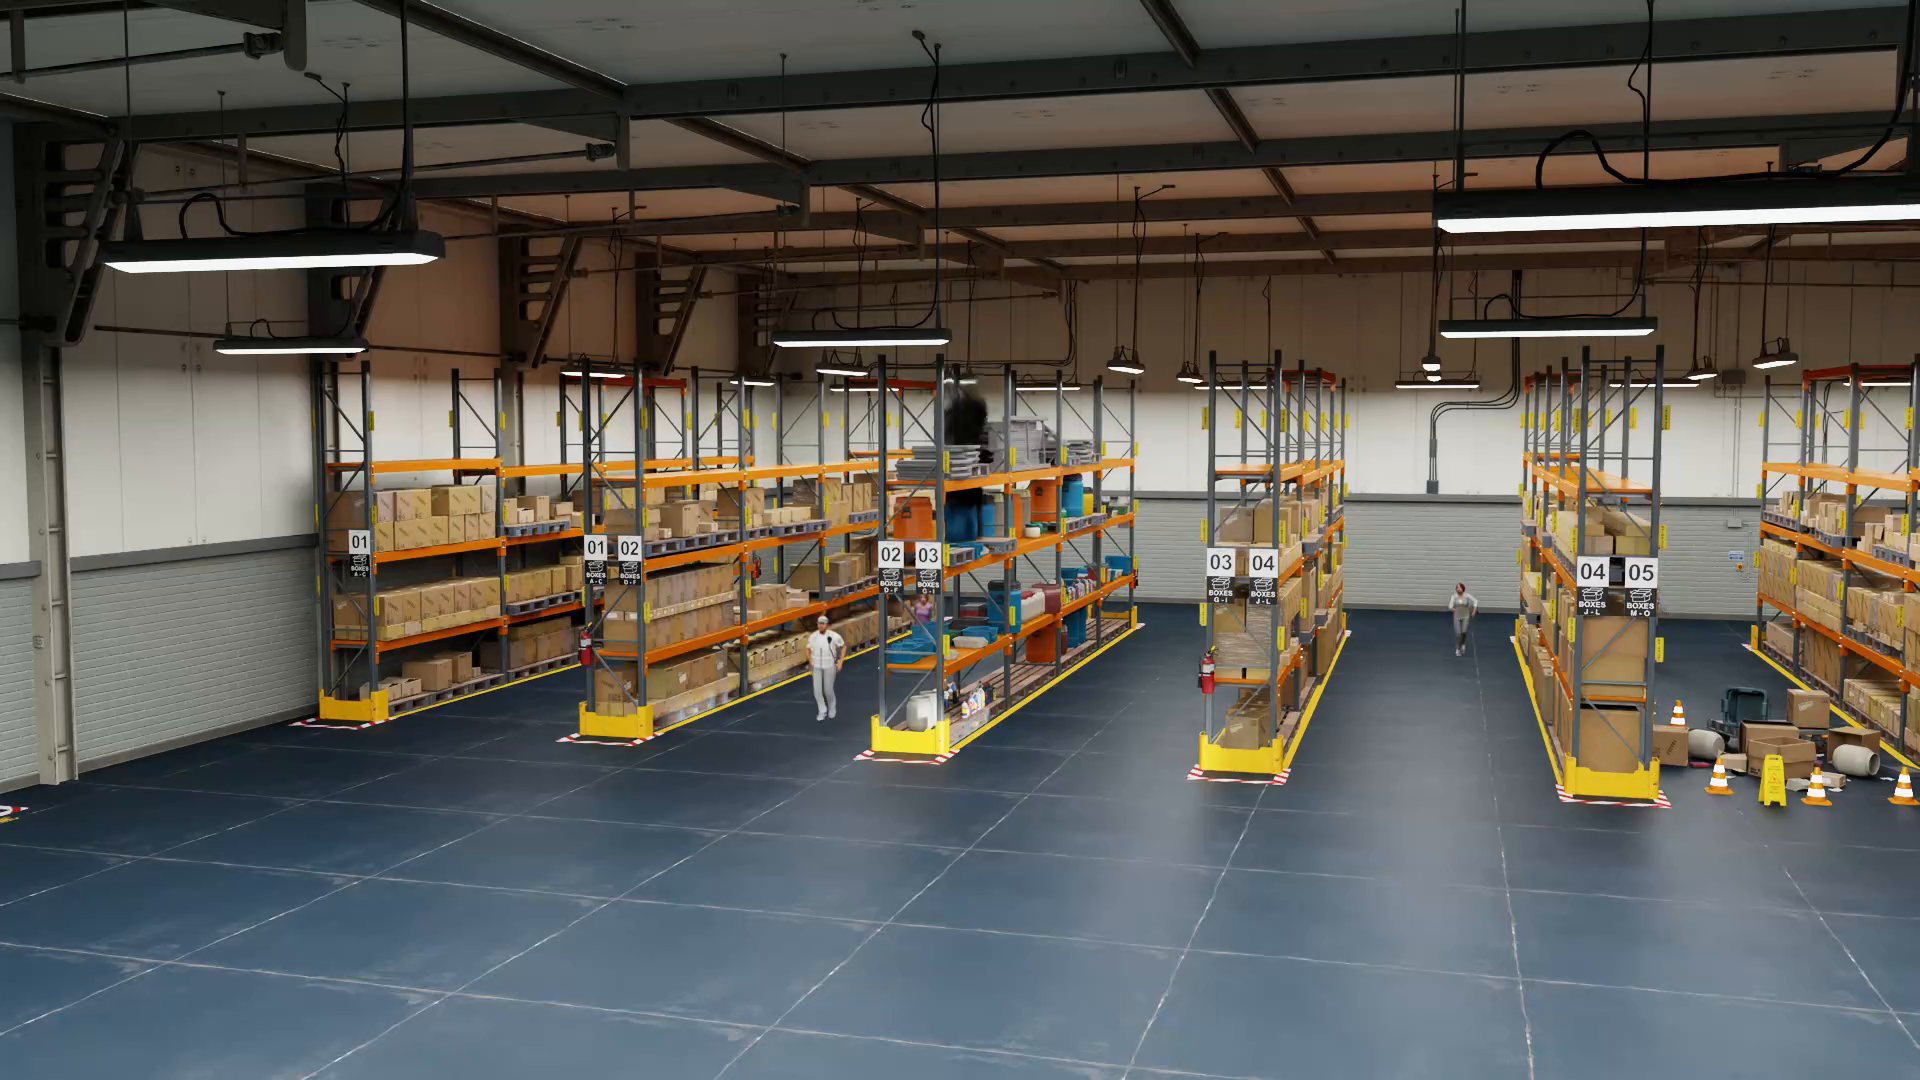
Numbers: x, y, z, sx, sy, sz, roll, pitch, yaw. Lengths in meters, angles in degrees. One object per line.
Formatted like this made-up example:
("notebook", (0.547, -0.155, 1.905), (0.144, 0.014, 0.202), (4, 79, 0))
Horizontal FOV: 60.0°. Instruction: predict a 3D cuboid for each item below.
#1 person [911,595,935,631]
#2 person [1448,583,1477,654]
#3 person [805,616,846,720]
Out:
("person", (-0.762, 1.821, 33.609), (0.503, 1.556, 0.629), (0, 4, 5))
("person", (10.671, 1.684, 35.331), (0.556, 1.553, 0.764), (2, 5, 25))
("person", (-2.146, 2.024, 26.326), (0.651, 1.648, 0.535), (1, 4, 8))
